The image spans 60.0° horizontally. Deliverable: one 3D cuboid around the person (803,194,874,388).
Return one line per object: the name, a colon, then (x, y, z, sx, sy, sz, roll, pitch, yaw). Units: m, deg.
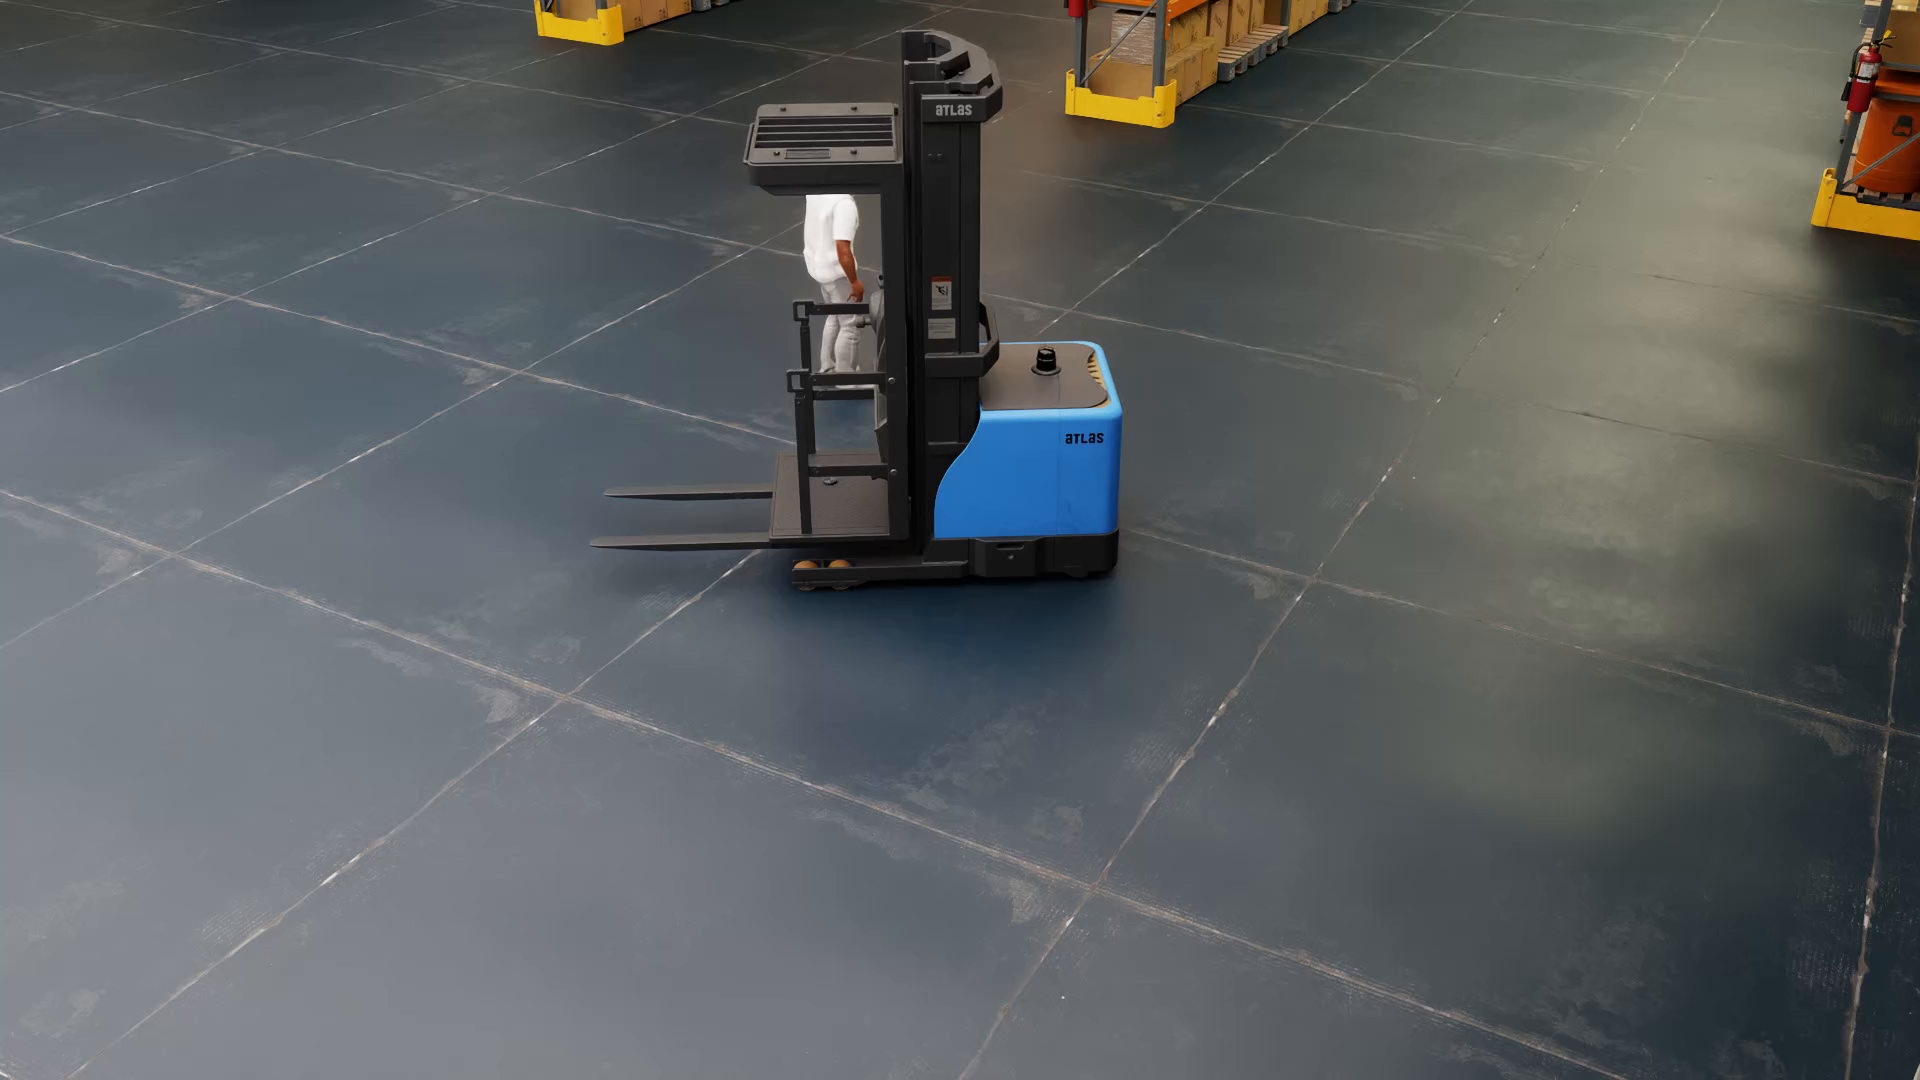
person: (-0.824, -1.872, 11.491, 0.461, 1.759, 0.632, -12, 32, -20)

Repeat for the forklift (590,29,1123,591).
forklift: (-0.624, -1.253, 9.241, 3.031, 2.935, 1.130, -2, 30, -3)
